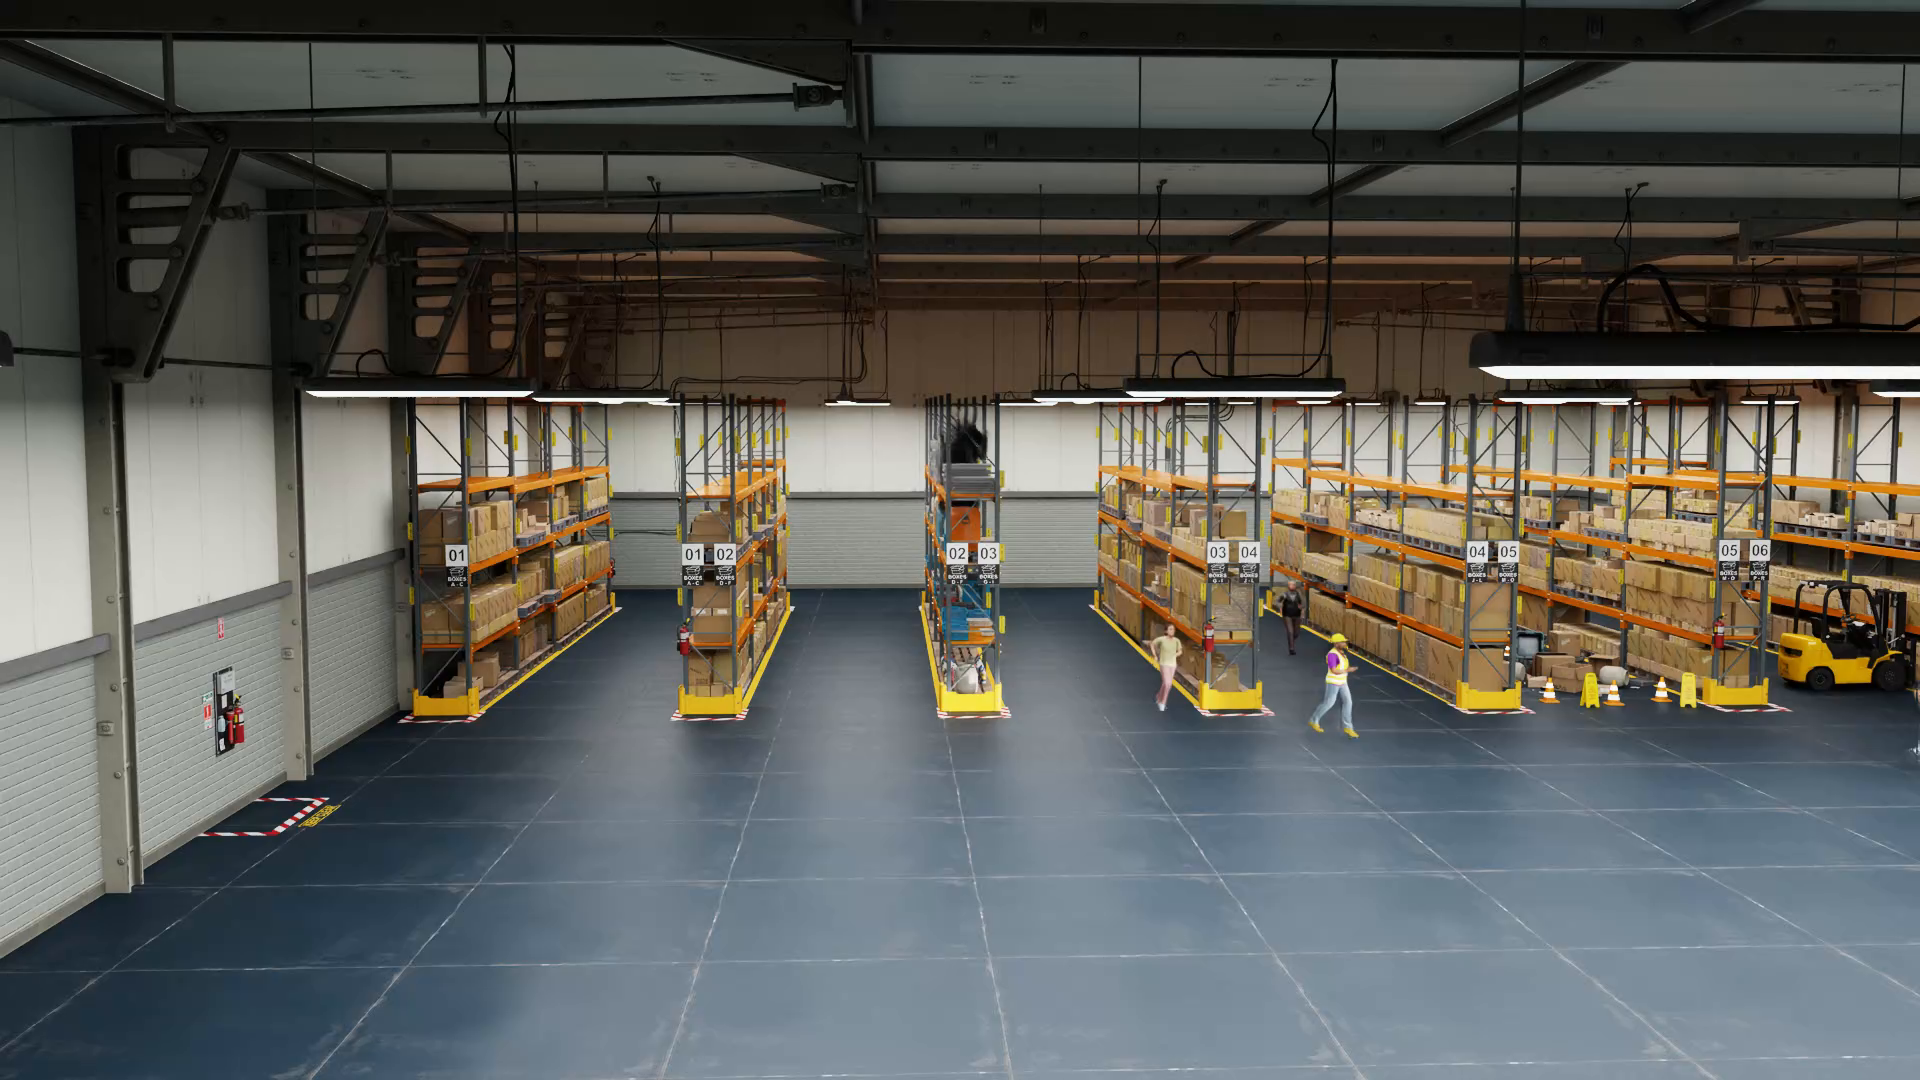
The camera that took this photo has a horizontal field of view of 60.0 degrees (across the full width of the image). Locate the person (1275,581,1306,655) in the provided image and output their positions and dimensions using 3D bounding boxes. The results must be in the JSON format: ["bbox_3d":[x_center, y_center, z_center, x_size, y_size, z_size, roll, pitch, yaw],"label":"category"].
[{"bbox_3d":[7.727,1.802,38.787,0.667,1.699,0.915,0,5,-5],"label":"person"}]

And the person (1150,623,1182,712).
[{"bbox_3d":[3.938,2.415,31.602,0.558,1.688,0.680,-1,5,-17],"label":"person"}]

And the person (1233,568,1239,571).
[{"bbox_3d":[7.675,1.358,46.949,0.593,1.358,0.756,0,5,6],"label":"person"}]

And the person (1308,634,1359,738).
[{"bbox_3d":[6.538,2.529,29.035,0.890,1.806,0.681,3,6,36],"label":"person"}]
